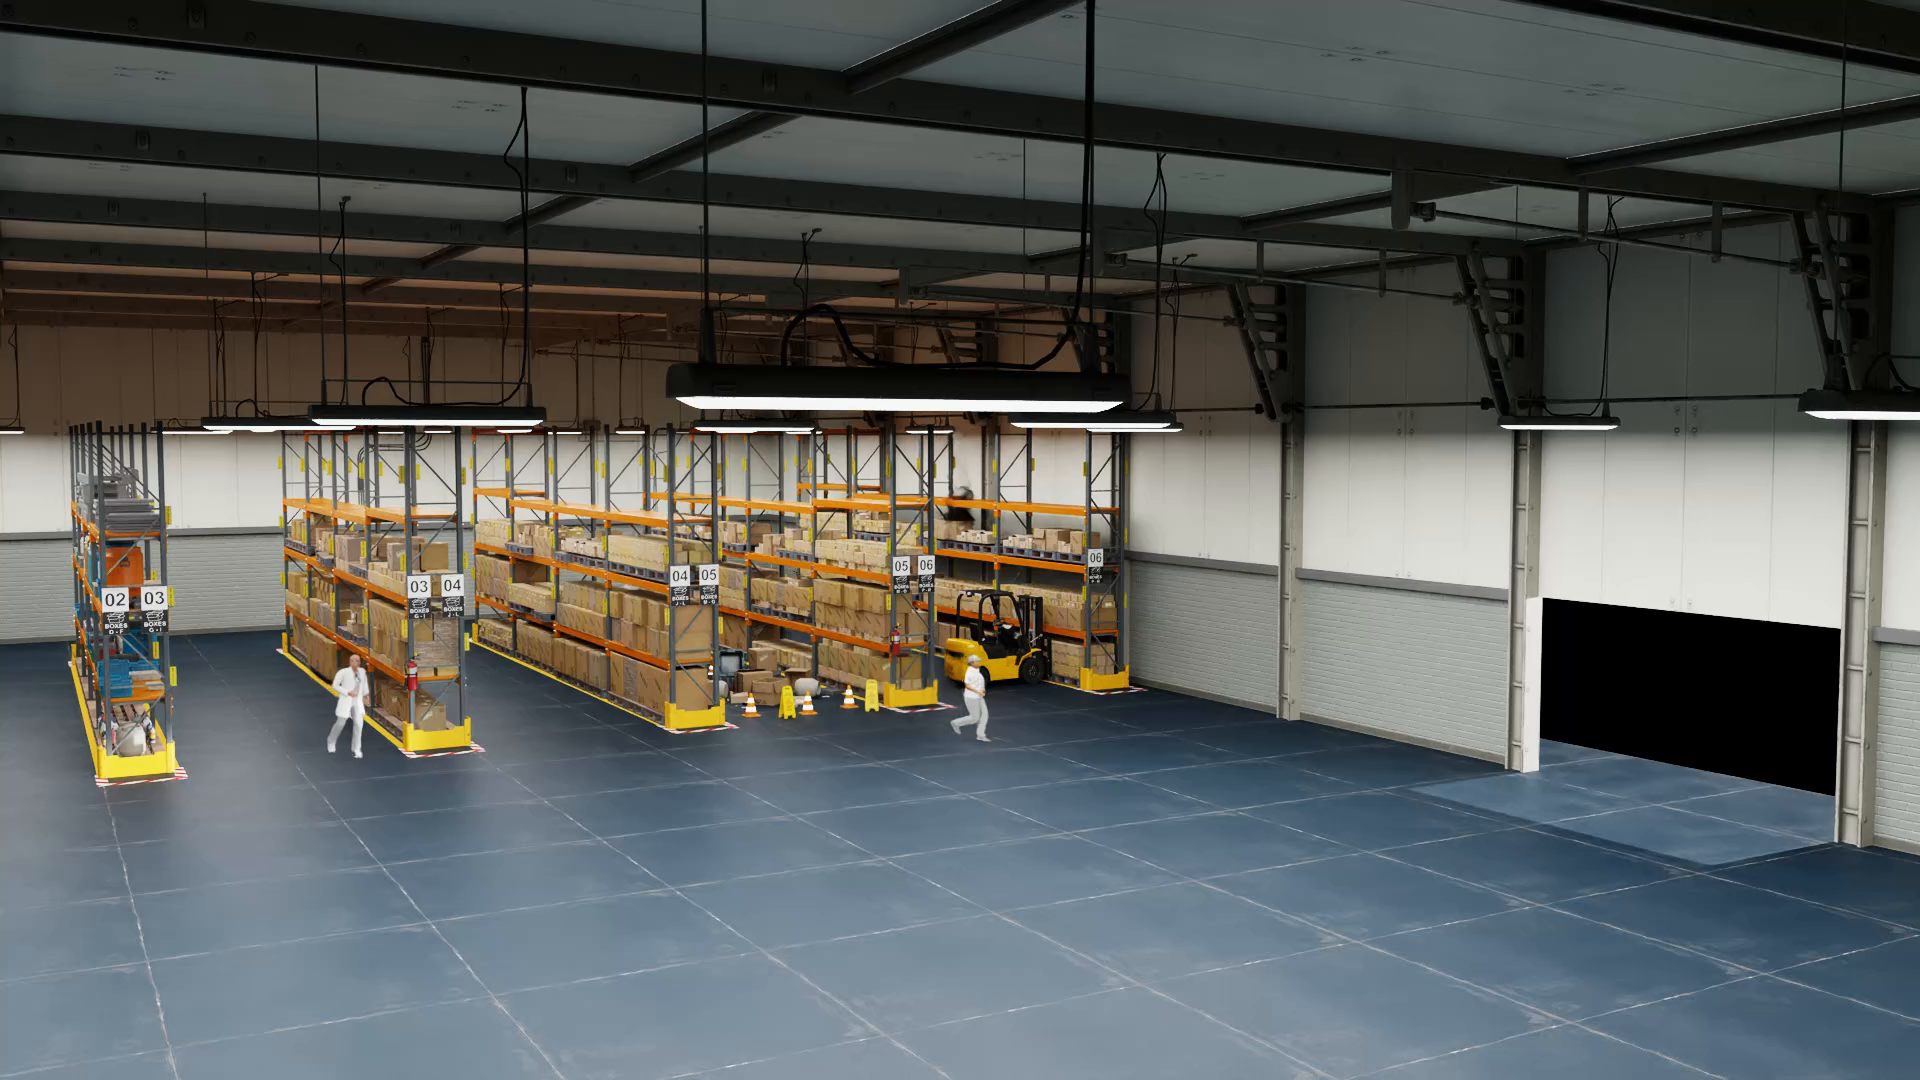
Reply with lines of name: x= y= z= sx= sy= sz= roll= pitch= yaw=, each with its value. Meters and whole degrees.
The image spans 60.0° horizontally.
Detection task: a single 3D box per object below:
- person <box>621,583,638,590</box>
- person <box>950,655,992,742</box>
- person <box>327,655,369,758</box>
person: x=-10.138 y=1.728 z=50.318 sx=0.624 sy=1.751 sz=0.657 roll=-3 pitch=4 yaw=-37
person: x=0.221 y=2.989 z=31.328 sx=0.769 sy=1.645 sz=0.607 roll=1 pitch=4 yaw=14
person: x=-10.992 y=2.986 z=30.080 sx=0.913 sy=1.829 sz=0.764 roll=3 pitch=5 yaw=42
